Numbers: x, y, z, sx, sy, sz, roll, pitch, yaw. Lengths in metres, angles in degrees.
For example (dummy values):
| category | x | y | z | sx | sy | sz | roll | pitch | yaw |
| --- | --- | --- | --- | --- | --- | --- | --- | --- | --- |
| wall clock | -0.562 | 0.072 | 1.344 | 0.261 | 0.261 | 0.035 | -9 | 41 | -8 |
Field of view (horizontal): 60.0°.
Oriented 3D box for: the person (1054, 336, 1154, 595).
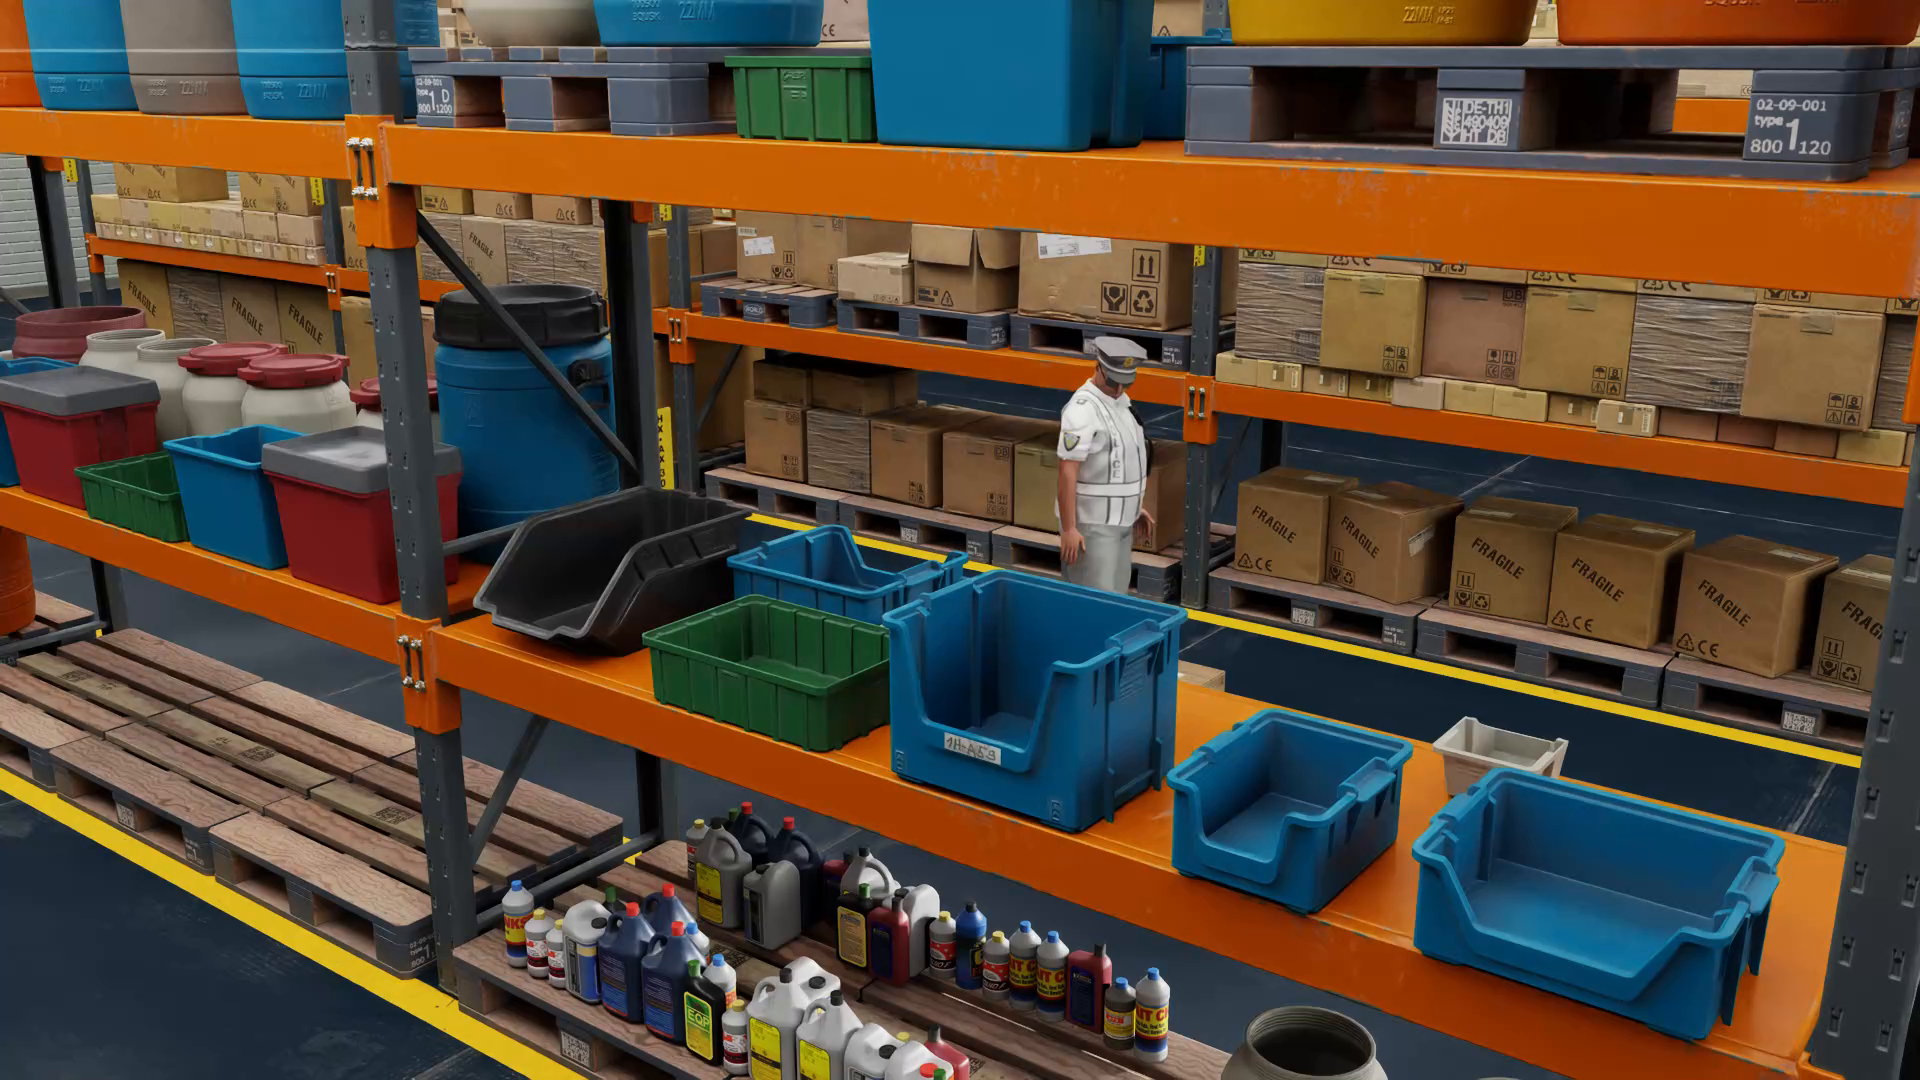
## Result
| category | x | y | z | sx | sy | sz | roll | pitch | yaw |
| --- | --- | --- | --- | --- | --- | --- | --- | --- | --- |
| person | 0.677 | -0.071 | 7.800 | 0.417 | 1.787 | 0.635 | 7 | 18 | 23 |
